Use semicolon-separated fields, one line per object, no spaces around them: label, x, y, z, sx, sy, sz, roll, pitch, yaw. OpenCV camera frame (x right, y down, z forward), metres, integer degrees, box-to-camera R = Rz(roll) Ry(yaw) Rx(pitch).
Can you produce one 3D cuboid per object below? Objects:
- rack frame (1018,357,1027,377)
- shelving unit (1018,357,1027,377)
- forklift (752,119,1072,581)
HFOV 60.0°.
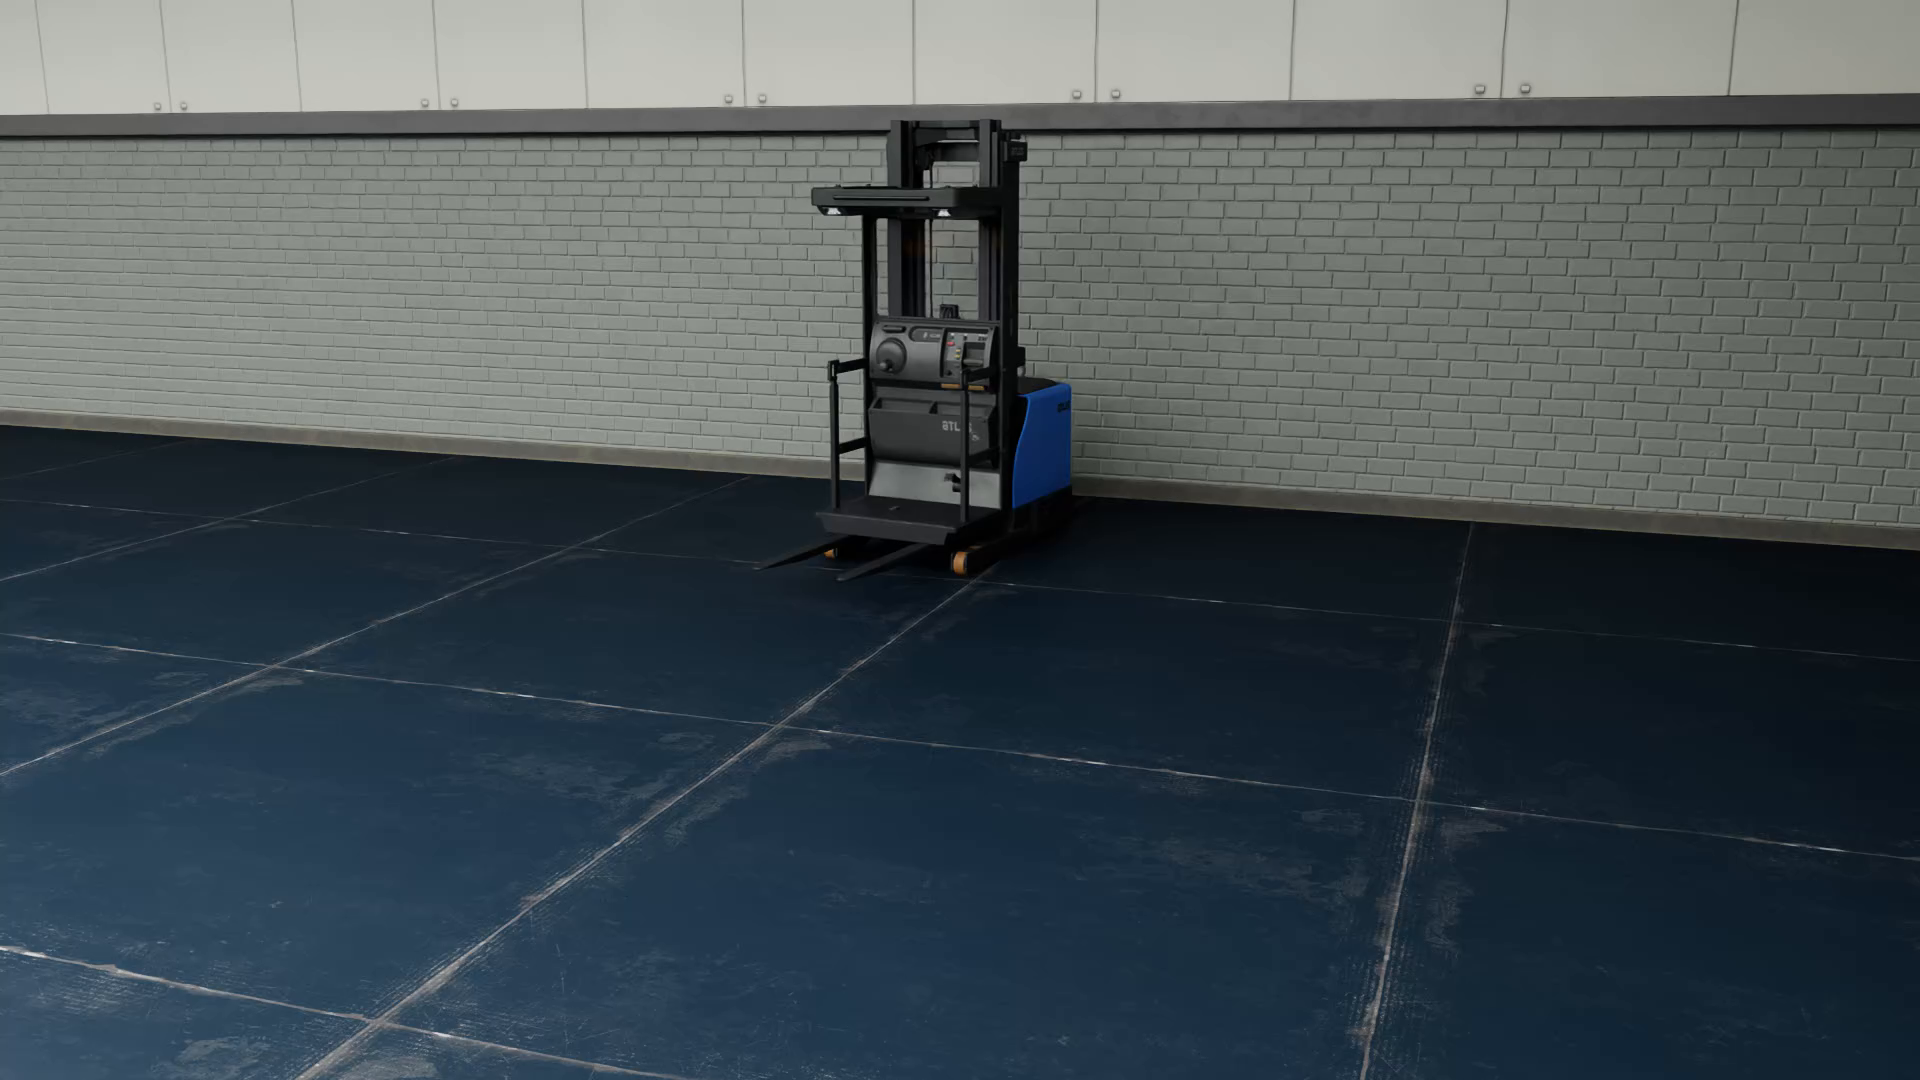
rack frame;0.361;-0.831;12.963;0.240;1.200;0.006;7;5;27
shelving unit;0.319;-0.828;12.882;0.258;1.200;0.189;7;5;27
forklift;-0.288;-1.305;11.119;1.130;2.935;3.031;7;14;27
